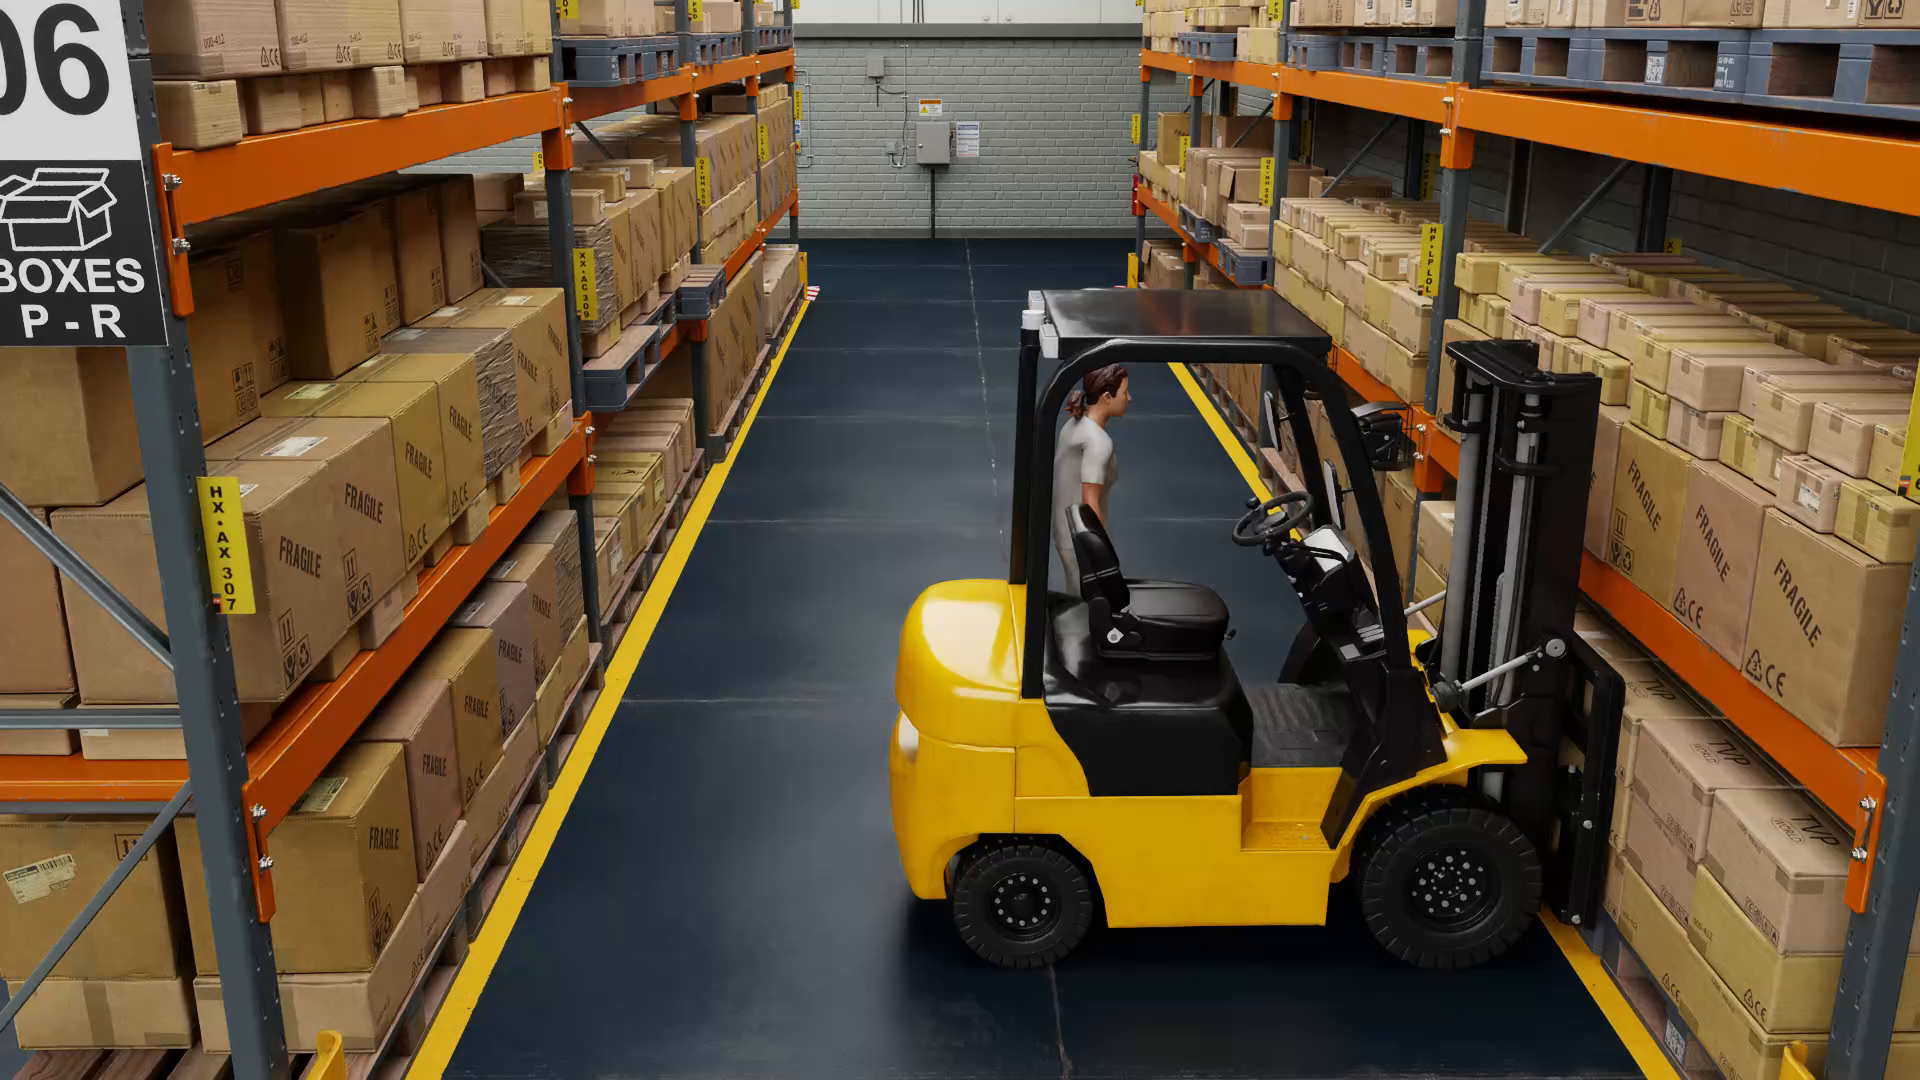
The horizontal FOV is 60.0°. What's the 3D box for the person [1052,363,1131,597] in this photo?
[{"bbox_3d":[0.591,0.027,7.478,0.354,1.663,0.513,-1,17,-3],"label":"person"}]
